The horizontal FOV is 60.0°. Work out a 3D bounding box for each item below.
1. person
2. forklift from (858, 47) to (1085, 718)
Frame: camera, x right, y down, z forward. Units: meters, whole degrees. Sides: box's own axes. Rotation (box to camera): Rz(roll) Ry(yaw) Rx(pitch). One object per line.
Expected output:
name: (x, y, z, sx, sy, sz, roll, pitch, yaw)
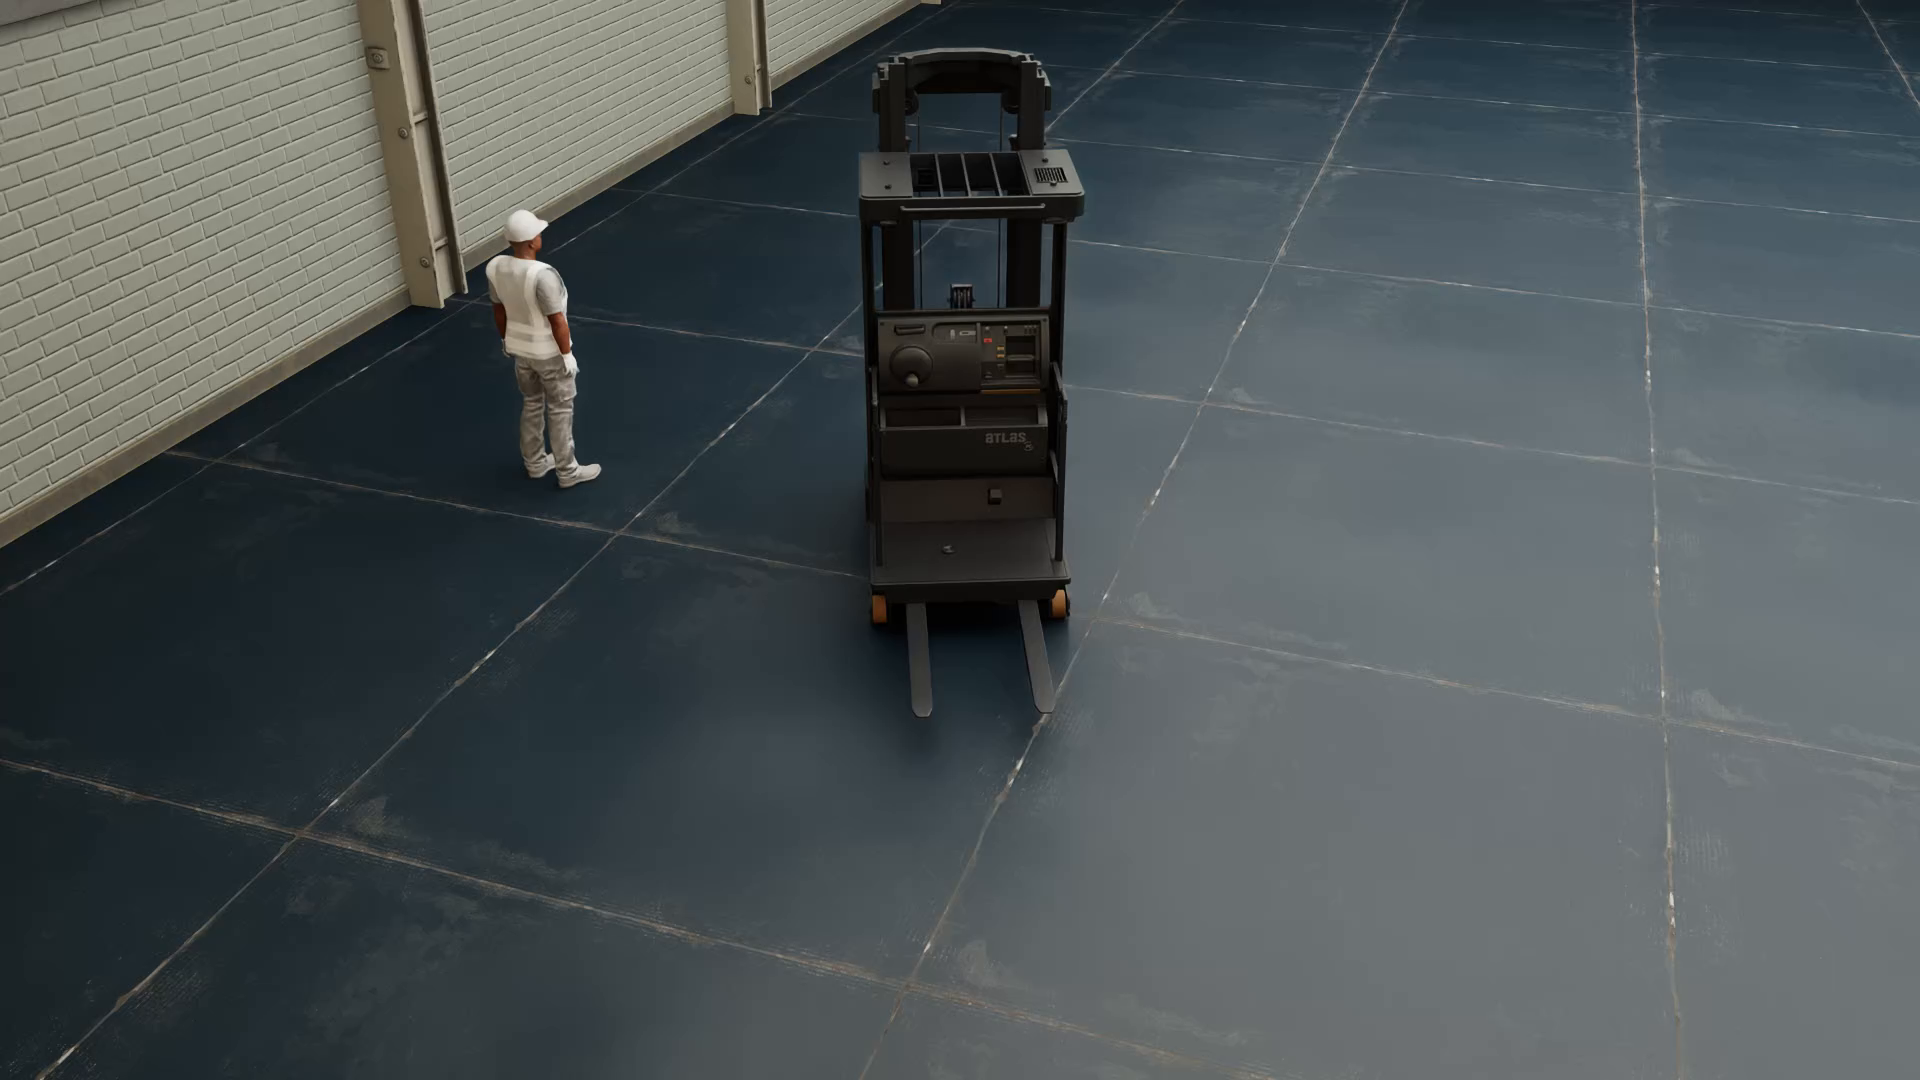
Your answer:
person: (-2.622, -1.197, 10.395, 0.582, 1.789, 0.361, 16, 33, 26)
forklift: (0.035, -0.972, 8.842, 1.130, 2.935, 3.031, -2, 30, -3)
